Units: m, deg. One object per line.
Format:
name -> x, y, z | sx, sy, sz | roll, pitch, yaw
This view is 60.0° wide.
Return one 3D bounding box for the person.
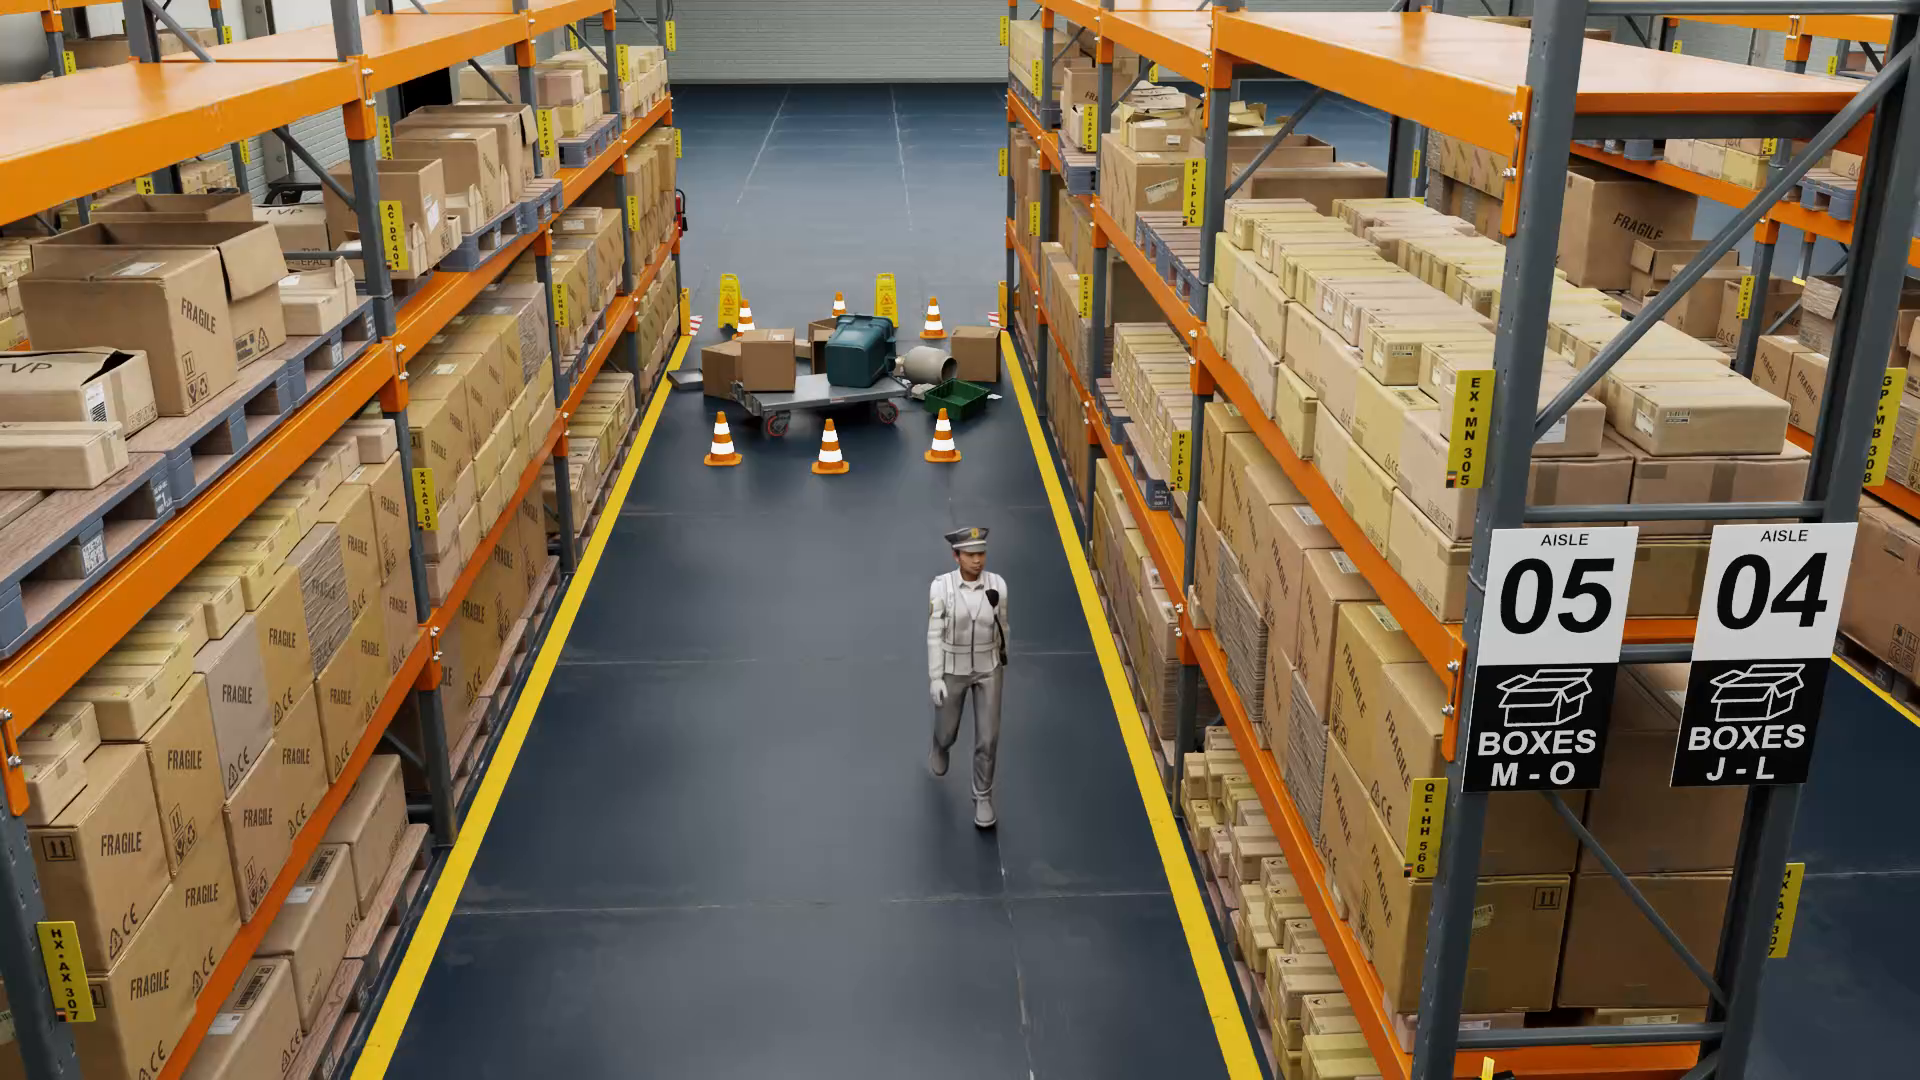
person -> -1.020, -0.704, 9.579 | 6.510, 2.360, 21.563 | -2, 21, -6
